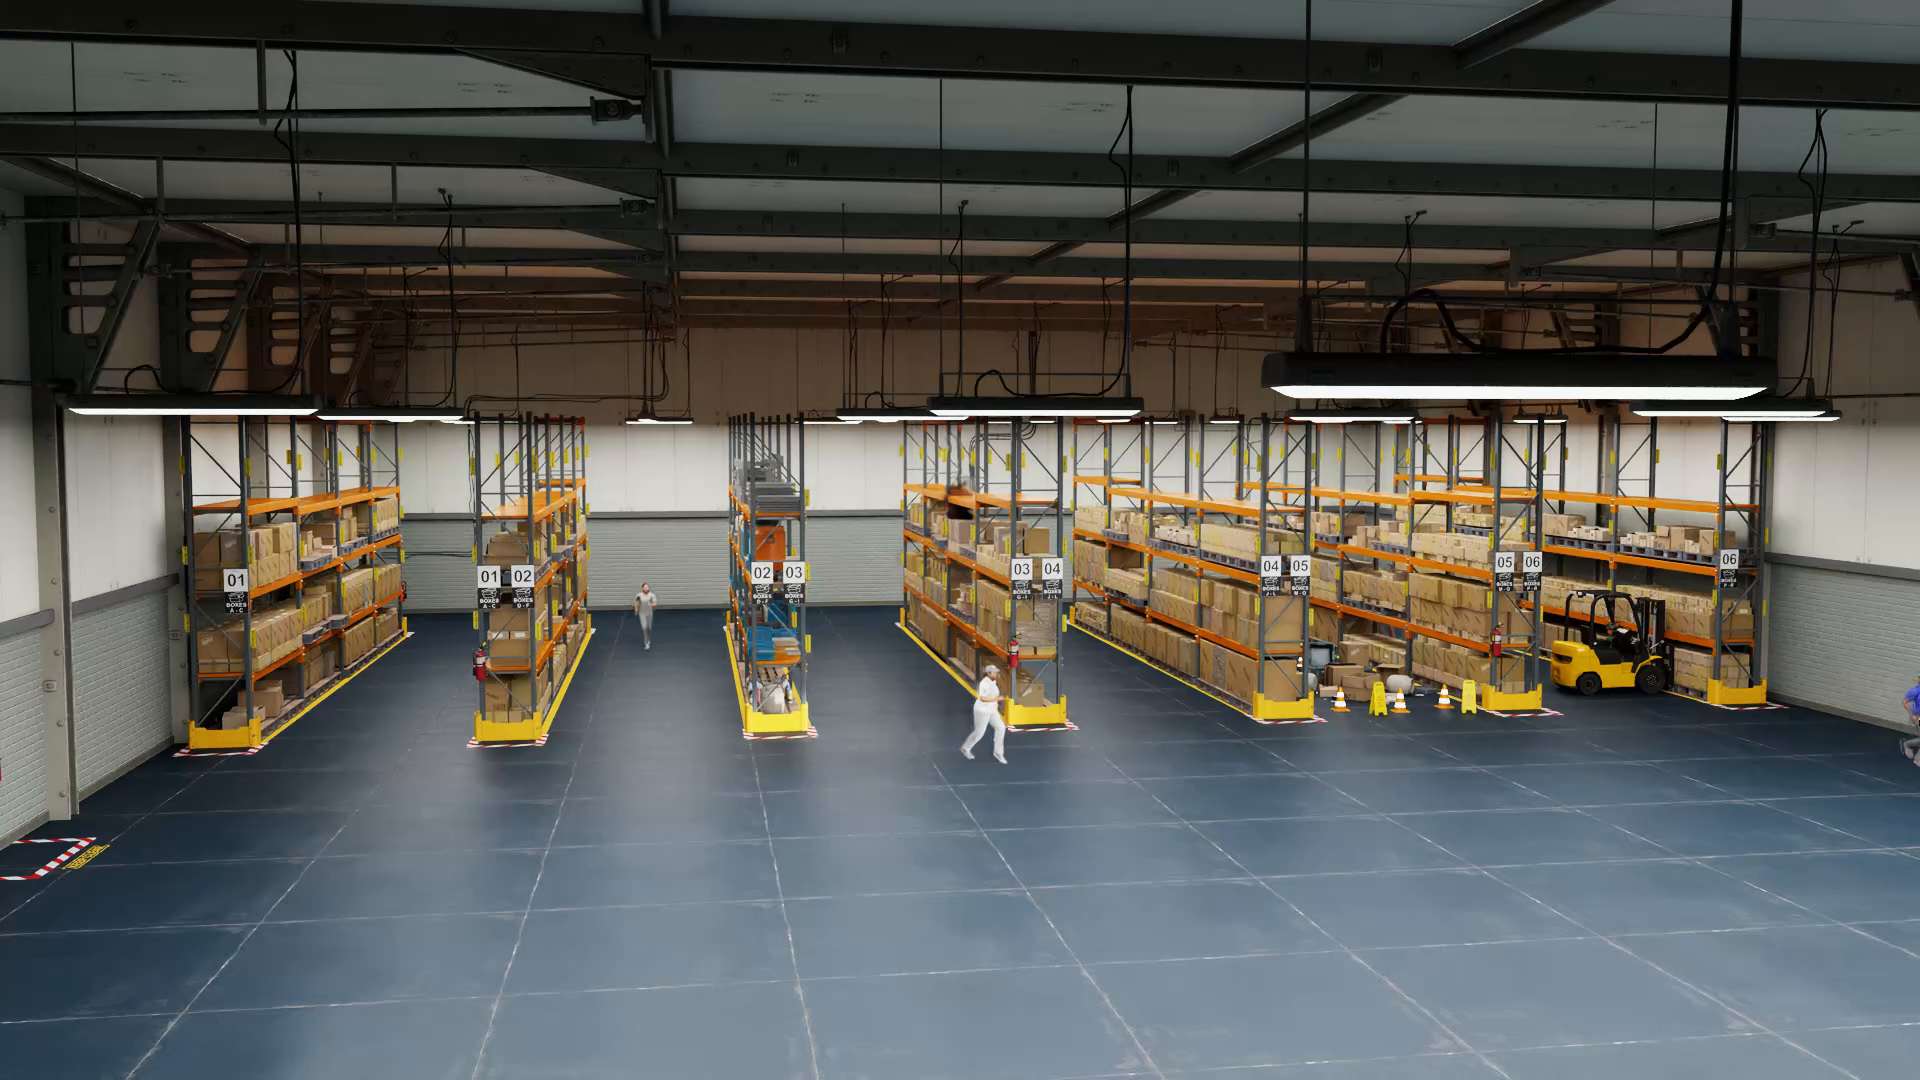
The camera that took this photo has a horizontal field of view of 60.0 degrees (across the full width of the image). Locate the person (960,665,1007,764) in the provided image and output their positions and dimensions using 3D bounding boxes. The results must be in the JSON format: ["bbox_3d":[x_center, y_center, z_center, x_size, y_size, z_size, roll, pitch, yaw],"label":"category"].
[{"bbox_3d":[0.398,2.975,28.419,0.854,1.712,0.627,2,4,25],"label":"person"}]

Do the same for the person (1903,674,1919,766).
[{"bbox_3d":[16.239,3.028,28.032,0.586,1.624,0.556,-1,4,-17],"label":"person"}]

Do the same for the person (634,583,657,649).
[{"bbox_3d":[-8.114,1.935,42.993,0.562,1.659,0.969,-1,4,-16],"label":"person"}]

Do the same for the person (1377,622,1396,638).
[{"bbox_3d":[11.181,1.919,43.533,0.562,1.714,0.728,-1,4,-14],"label":"person"}]
